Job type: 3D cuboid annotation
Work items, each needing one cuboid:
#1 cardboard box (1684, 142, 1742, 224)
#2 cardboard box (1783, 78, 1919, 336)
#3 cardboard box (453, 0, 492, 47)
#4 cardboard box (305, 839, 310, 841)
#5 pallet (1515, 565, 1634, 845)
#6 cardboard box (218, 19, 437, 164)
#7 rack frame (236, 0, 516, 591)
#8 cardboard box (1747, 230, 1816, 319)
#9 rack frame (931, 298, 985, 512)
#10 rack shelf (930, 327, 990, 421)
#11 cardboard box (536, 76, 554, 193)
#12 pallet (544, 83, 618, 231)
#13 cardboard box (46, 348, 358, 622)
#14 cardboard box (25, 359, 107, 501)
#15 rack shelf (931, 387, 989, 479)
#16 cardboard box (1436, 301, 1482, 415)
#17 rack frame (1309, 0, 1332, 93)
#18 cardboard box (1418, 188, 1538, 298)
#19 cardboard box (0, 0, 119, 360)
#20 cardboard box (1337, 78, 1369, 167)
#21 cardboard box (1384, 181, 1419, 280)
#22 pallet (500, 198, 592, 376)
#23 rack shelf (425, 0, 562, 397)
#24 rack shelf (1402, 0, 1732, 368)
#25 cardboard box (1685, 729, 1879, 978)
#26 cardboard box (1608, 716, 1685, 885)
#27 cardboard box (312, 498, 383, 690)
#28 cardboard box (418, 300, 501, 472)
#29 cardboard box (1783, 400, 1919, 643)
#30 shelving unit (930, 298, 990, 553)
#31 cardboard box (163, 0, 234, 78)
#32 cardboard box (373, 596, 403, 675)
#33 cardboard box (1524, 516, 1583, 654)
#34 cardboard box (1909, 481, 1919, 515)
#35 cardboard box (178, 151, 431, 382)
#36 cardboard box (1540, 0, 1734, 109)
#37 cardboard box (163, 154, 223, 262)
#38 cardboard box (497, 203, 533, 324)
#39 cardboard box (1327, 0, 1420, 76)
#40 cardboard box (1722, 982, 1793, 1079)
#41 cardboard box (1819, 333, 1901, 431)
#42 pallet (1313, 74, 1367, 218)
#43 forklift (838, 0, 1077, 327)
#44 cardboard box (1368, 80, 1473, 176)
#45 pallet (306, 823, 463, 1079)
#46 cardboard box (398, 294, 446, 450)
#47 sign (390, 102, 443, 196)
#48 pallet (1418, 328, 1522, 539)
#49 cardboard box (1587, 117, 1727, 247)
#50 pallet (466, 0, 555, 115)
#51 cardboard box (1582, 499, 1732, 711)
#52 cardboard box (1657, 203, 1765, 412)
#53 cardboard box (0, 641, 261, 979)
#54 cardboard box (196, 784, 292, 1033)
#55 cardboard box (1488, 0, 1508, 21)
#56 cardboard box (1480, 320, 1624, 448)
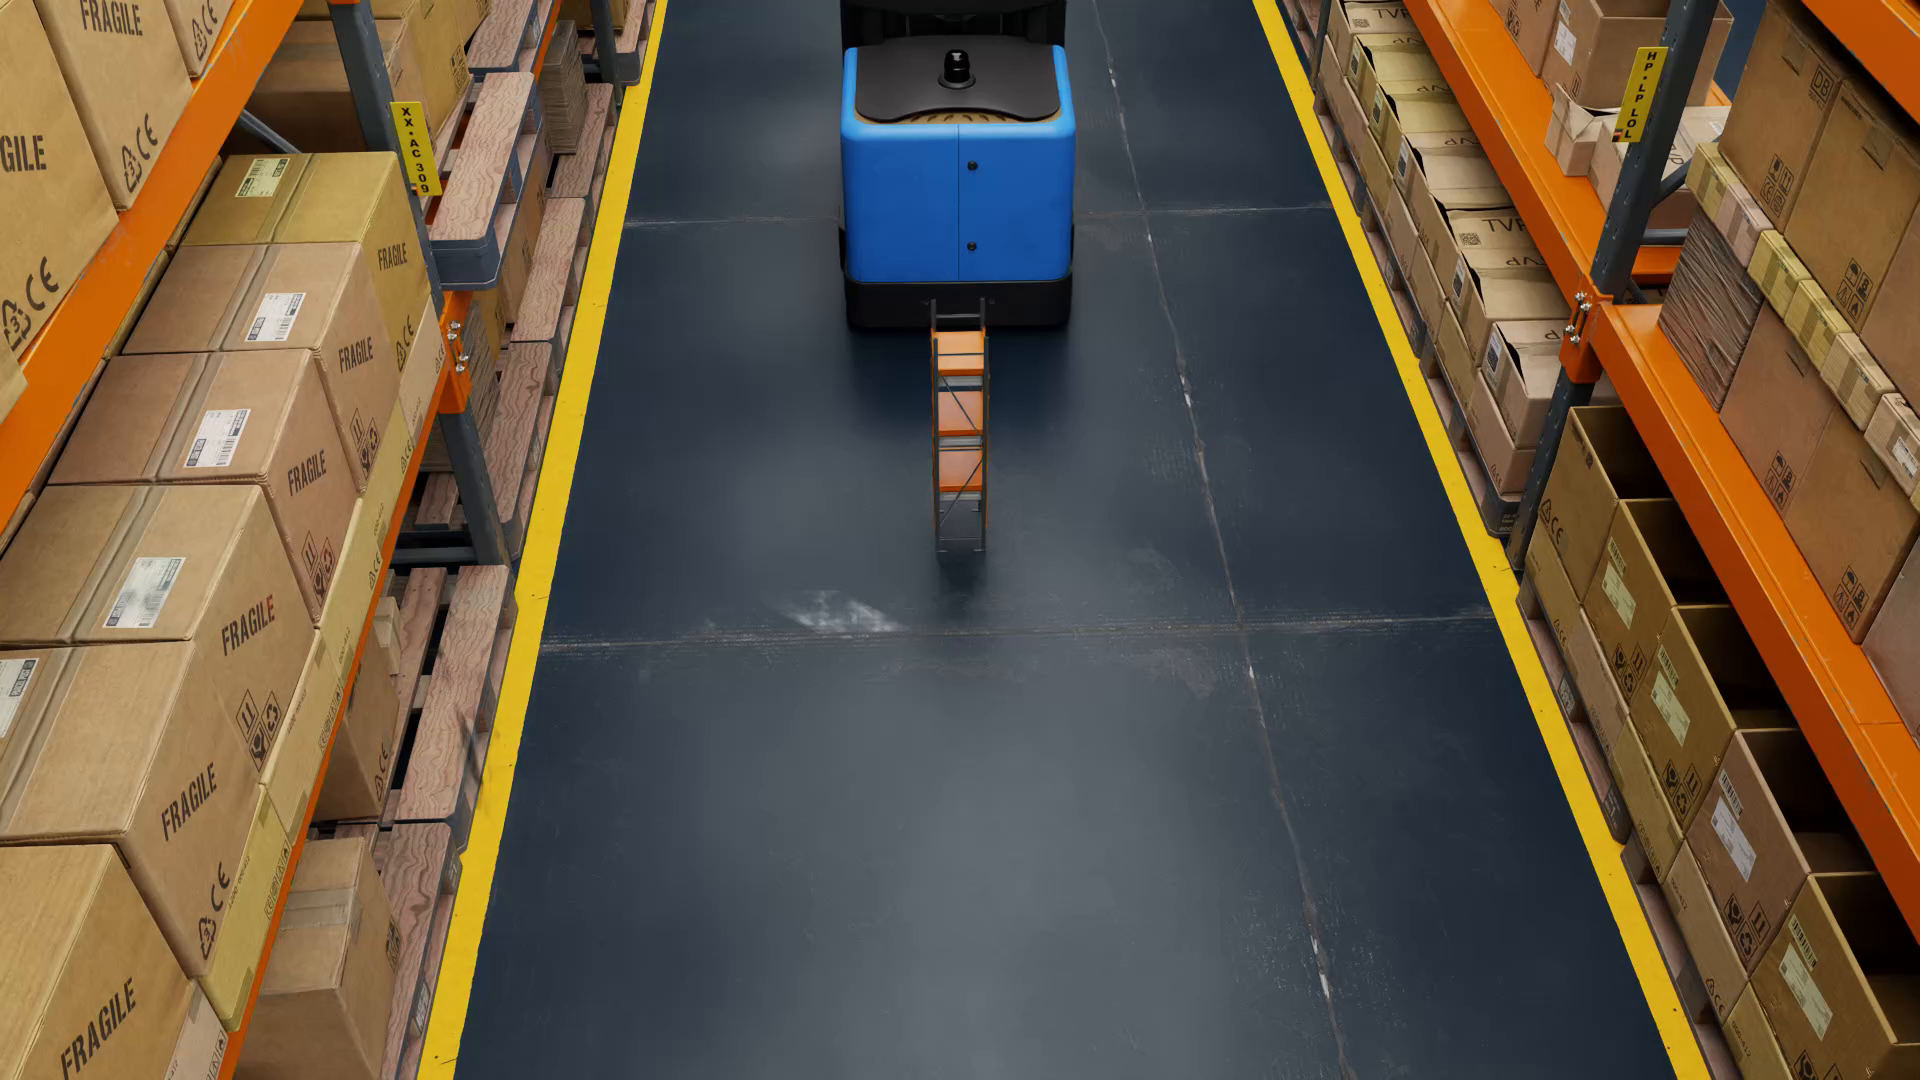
[{"bbox_3d":[2.514,-1.121,5.199,0.380,0.149,0.250,-2,43,-2],"label":"cardboard box"},{"bbox_3d":[2.744,-0.906,4.485,0.700,0.500,0.500,-2,43,-2],"label":"cardboard box"},{"bbox_3d":[-2.316,-2.252,6.587,0.700,0.500,0.500,4,43,4],"label":"cardboard box"},{"bbox_3d":[-2.205,1.082,5.134,0.380,0.149,0.250,-5,43,-5],"label":"cardboard box"},{"bbox_3d":[2.688,0.534,6.011,1.003,0.211,1.213,-2,43,-2],"label":"pallet"},{"bbox_3d":[-2.241,-1.430,5.691,0.700,0.500,0.500,-2,43,-2],"label":"cardboard box"},{"bbox_3d":[-2.253,-0.887,5.498,1.000,3.000,0.127,-2,43,-2],"label":"rack frame"},{"bbox_3d":[2.538,-0.777,4.824,0.380,0.149,0.250,-3,43,-3],"label":"cardboard box"},{"bbox_3d":[-0.007,-0.506,6.525,0.200,1.050,0.008,-2,43,-2],"label":"rack frame"},{"bbox_3d":[-0.002,-0.625,6.250,0.215,0.259,0.240,-2,43,-2],"label":"rack shelf"},{"bbox_3d":[-2.434,-1.992,8.228,0.700,0.500,0.500,-2,43,-2],"label":"cardboard box"},{"bbox_3d":[-2.391,-2.032,8.810,1.003,0.211,1.213,-2,43,-2],"label":"pallet"},{"bbox_3d":[-1.886,-0.128,4.211,0.500,0.500,0.500,-3,43,-3],"label":"cardboard box"},{"bbox_3d":[-2.408,-0.106,4.187,0.500,0.500,0.500,-1,43,-1],"label":"cardboard box"},{"bbox_3d":[-0.002,-0.415,6.442,0.215,0.259,0.240,-2,43,-2],"label":"rack shelf"},{"bbox_3d":[2.369,-0.786,7.112,0.500,0.250,0.500,-2,43,-2],"label":"cardboard box"},{"bbox_3d":[2.526,-3.732,8.602,1.000,3.000,0.127,-2,43,-2],"label":"rack frame"},{"bbox_3d":[2.345,-1.333,7.293,0.500,0.311,0.500,-2,43,-2],"label":"cardboard box"},{"bbox_3d":[-1.905,-0.645,2.925,0.500,0.500,0.500,1,43,1],"label":"cardboard box"},{"bbox_3d":[2.277,-2.172,8.624,0.500,0.250,0.500,-3,43,-3],"label":"cardboard box"},{"bbox_3d":[2.327,-1.475,7.863,0.500,0.250,0.500,-1,43,-1],"label":"cardboard box"},{"bbox_3d":[-2.342,-1.210,7.914,1.003,0.211,1.213,-2,43,-2],"label":"pallet"},{"bbox_3d":[-2.338,-1.972,7.214,1.077,0.370,4.000,-2,43,-2],"label":"rack shelf"},{"bbox_3d":[2.611,-2.117,7.372,1.077,0.370,4.000,-2,43,-2],"label":"rack shelf"},{"bbox_3d":[2.469,0.885,4.733,0.500,0.500,0.500,-2,43,-2],"label":"cardboard box"},{"bbox_3d":[2.445,0.824,5.355,0.500,0.250,0.500,-2,43,-2],"label":"cardboard box"},{"bbox_3d":[-1.880,0.148,4.465,0.500,0.250,0.500,-2,43,-2],"label":"cardboard box"},{"bbox_3d":[-2.301,-0.624,6.735,0.700,0.500,0.500,0,43,0],"label":"cardboard box"},{"bbox_3d":[2.768,-0.074,4.537,0.700,0.500,0.500,-1,43,-1],"label":"cardboard box"},{"bbox_3d":[-0.002,-0.423,6.435,0.215,1.050,0.252,-2,43,-2],"label":"shelving unit"},{"bbox_3d":[-1.976,-1.361,3.706,0.500,0.500,0.500,-5,43,-5],"label":"cardboard box"},{"bbox_3d":[-2.200,0.356,5.913,0.380,0.166,0.250,-7,43,-7],"label":"cardboard box"},{"bbox_3d":[2.413,0.149,6.092,0.500,0.250,0.500,-2,43,-2],"label":"cardboard box"},{"bbox_3d":[2.583,-0.075,4.058,0.380,0.149,0.250,-2,43,-2],"label":"cardboard box"},{"bbox_3d":[-1.924,-0.805,4.950,0.500,0.500,0.500,-2,43,-2],"label":"cardboard box"},{"bbox_3d":[2.657,-1.943,6.576,0.500,0.500,0.500,1,43,1],"label":"cardboard box"},{"bbox_3d":[-2.442,-0.792,4.935,0.500,0.500,0.500,-3,43,-3],"label":"cardboard box"},{"bbox_3d":[-2.354,-1.317,7.491,0.700,0.500,0.500,-1,43,-1],"label":"cardboard box"},{"bbox_3d":[2.255,-2.718,8.804,0.500,0.311,0.500,0,43,0],"label":"cardboard box"},{"bbox_3d":[2.492,1.499,4.618,0.500,0.250,0.500,-2,43,-2],"label":"cardboard box"},{"bbox_3d":[2.559,-0.431,4.446,0.380,0.149,0.250,-3,43,-3],"label":"cardboard box"},{"bbox_3d":[2.522,-2.147,8.936,1.003,0.211,1.213,-2,43,-2],"label":"pallet"},{"bbox_3d":[-0.039,-3.044,7.901,1.130,2.935,3.031,-1,43,-1],"label":"forklift"},{"bbox_3d":[2.305,-2.019,8.042,0.500,0.311,0.500,-3,43,-3],"label":"cardboard box"},{"bbox_3d":[-2.134,1.419,5.046,1.003,0.211,1.213,-2,43,-2],"label":"pallet"},{"bbox_3d":[-1.930,-0.528,5.202,0.500,0.250,0.500,-2,43,-2],"label":"cardboard box"},{"bbox_3d":[-1.711,-1.227,5.228,0.100,0.325,0.005,-2,43,-2],"label":"sign"},{"bbox_3d":[2.626,-0.500,7.139,1.003,0.211,1.213,-2,43,-2],"label":"pallet"},{"bbox_3d":[2.632,-1.307,6.067,0.500,0.250,0.500,1,43,1],"label":"cardboard box"},{"bbox_3d":[-2.298,-2.181,7.052,1.003,0.211,1.213,-2,43,-2],"label":"pallet"},{"bbox_3d":[2.432,0.210,5.470,0.500,0.500,0.500,-2,43,-2],"label":"cardboard box"},{"bbox_3d":[2.721,-0.769,5.295,0.700,0.500,0.500,-3,43,-3],"label":"cardboard box"},{"bbox_3d":[-1.830,0.571,3.448,0.500,0.500,0.500,-3,43,-3],"label":"cardboard box"},{"bbox_3d":[-1.839,0.829,3.722,0.500,0.250,0.500,-2,43,-2],"label":"cardboard box"},{"bbox_3d":[2.614,-2.636,7.332,0.500,0.500,0.500,-4,43,-4],"label":"cardboard box"},{"bbox_3d":[2.392,-0.645,6.542,0.500,0.311,0.500,-2,43,-2],"label":"cardboard box"}]
